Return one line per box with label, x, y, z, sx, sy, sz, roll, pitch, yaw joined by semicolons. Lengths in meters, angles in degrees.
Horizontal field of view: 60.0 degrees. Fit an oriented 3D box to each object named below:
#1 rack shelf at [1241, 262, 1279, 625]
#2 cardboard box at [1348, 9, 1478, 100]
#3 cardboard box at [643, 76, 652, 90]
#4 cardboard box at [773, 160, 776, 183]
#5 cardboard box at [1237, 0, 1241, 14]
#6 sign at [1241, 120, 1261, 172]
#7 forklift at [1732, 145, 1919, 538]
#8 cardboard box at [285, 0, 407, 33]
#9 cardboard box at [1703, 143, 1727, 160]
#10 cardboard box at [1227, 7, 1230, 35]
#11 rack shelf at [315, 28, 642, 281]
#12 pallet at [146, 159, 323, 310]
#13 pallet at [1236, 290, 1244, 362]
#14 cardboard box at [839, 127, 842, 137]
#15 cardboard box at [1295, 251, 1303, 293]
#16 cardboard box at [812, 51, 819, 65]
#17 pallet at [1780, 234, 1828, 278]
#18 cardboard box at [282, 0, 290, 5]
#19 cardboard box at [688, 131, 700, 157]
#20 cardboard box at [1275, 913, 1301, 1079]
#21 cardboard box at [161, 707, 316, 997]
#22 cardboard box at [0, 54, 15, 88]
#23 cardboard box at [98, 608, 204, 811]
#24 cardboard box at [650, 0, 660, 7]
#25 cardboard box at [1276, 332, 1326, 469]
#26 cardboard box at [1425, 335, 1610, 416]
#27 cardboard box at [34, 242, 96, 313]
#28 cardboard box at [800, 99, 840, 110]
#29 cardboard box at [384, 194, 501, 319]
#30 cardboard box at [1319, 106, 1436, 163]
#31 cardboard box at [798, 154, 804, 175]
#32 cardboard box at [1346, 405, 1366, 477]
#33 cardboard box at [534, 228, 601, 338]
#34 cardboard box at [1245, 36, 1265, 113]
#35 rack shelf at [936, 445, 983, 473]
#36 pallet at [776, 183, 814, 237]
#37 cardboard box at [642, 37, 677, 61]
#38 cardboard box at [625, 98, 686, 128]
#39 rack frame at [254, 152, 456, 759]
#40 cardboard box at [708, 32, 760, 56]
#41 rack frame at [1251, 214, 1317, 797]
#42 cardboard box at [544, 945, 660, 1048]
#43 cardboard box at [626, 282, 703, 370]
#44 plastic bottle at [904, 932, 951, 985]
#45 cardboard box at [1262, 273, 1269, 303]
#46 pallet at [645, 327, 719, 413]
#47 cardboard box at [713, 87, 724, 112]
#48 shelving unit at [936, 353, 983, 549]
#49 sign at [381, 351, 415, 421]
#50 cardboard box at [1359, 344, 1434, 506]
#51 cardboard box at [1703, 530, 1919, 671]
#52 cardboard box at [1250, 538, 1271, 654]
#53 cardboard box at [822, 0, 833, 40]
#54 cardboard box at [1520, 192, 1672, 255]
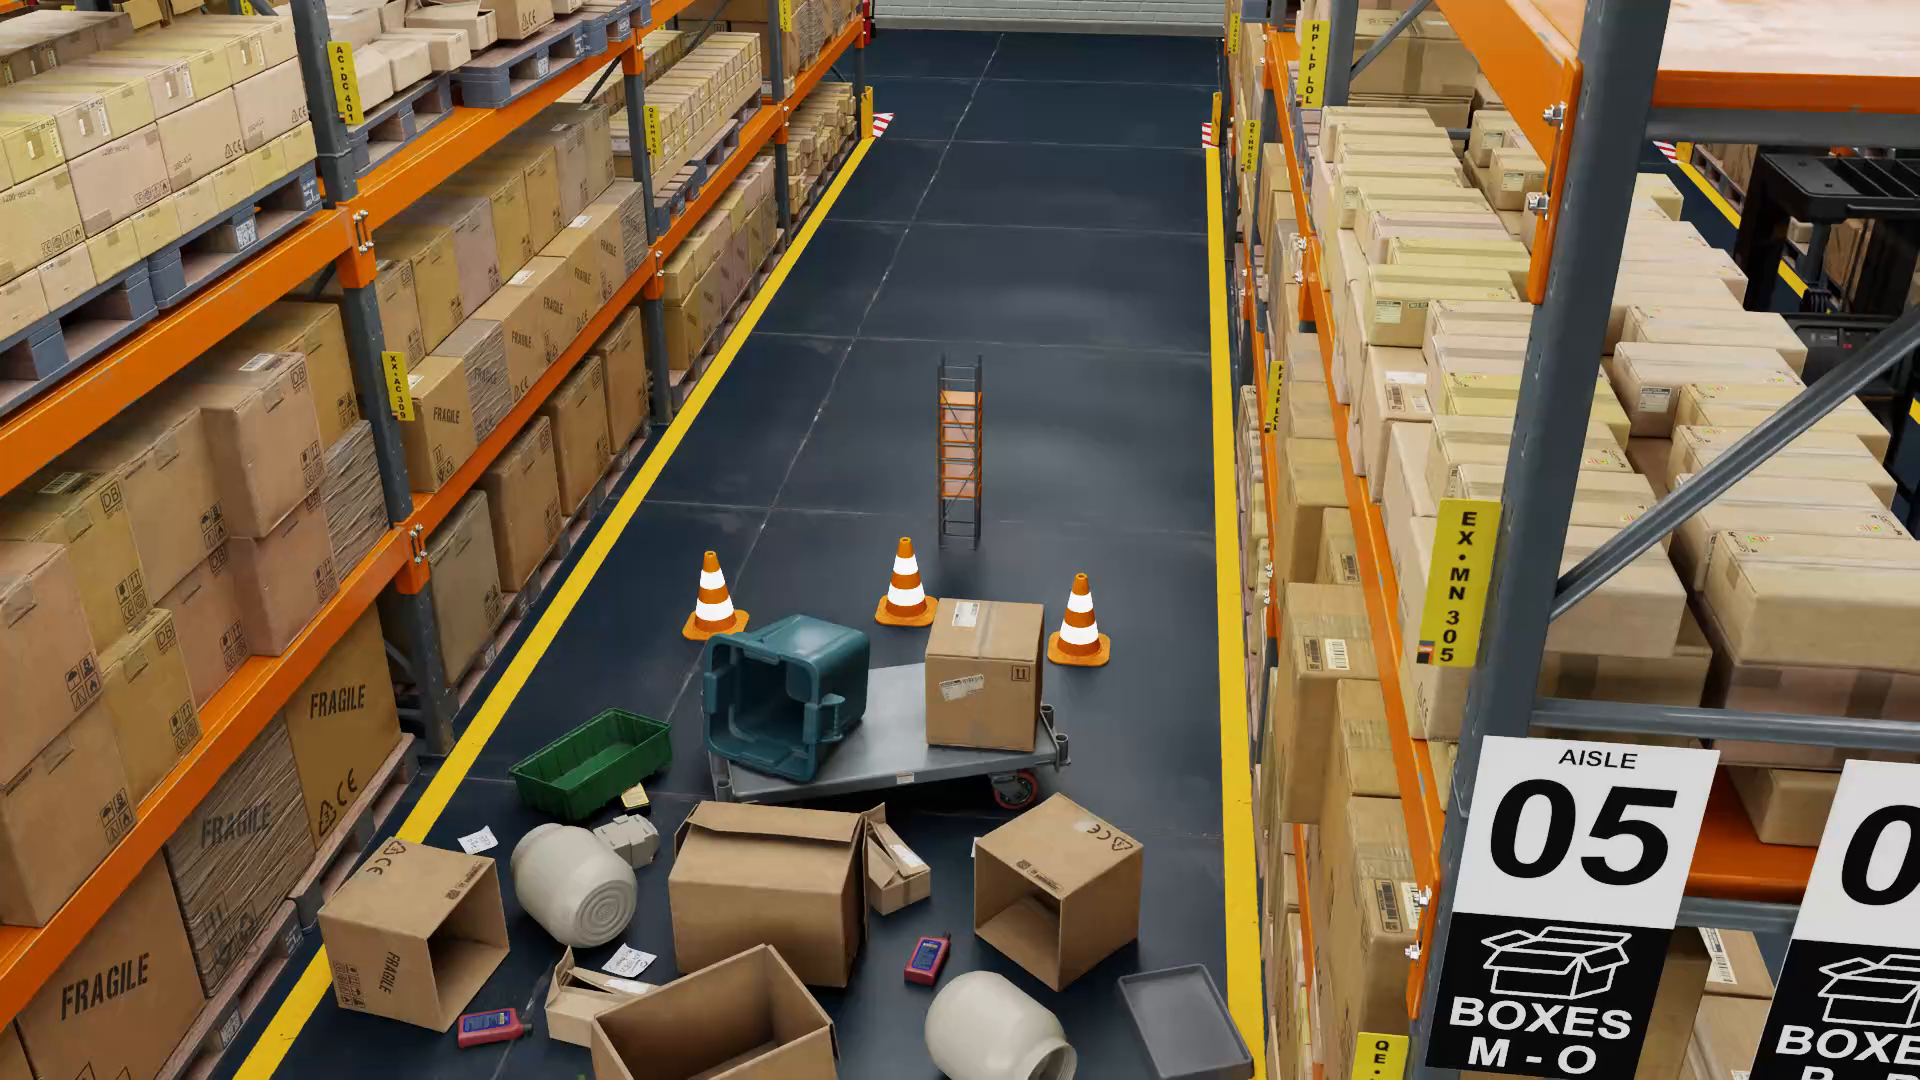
rack shelf;2.136;-0.679;9.106;1.077;0.370;4.000;3;28;6
cardboard box;1.835;-1.994;6.814;0.500;0.250;0.500;4;29;7
cardboard box;-2.682;-3.613;13.303;0.380;0.149;0.250;4;29;8
cardboard box;-1.806;-3.402;15.337;0.380;0.149;0.250;4;29;8
cardboard box;2.655;-4.542;14.359;0.500;0.500;0.500;3;28;6
sign;1.830;-2.477;10.465;0.100;0.325;0.005;3;28;6
forklift;4.730;-0.970;8.960;1.130;2.935;3.031;3;28;5
cardboard box;-3.038;-2.642;8.375;0.500;0.311;0.500;2;28;4
cardboard box;8.119;-4.219;17.109;0.797;0.503;0.637;2;28;4
cardboard box;2.983;-5.298;16.815;0.500;0.500;0.500;3;28;5
rack shelf;-2.789;-2.239;8.840;1.077;0.370;4.000;3;28;6
pallet;-3.145;-1.191;6.229;1.003;0.211;1.213;3;28;6
pallet;2.704;-1.649;13.088;1.003;0.211;1.213;3;28;6
cardboard box;-1.470;-4.366;17.755;0.380;0.149;0.250;3;28;6
cardboard box;1.795;-1.255;7.871;0.380;0.149;0.250;3;28;5
cardboard box;-1.582;-4.686;16.051;0.380;0.149;0.250;5;29;8
pallet;7.883;-2.629;14.907;1.003;0.211;1.213;3;28;6
cardboard box;-6.584;-5.233;15.854;0.500;0.500;0.500;3;28;6
cardboard box;-2.162;-2.956;12.396;0.380;0.149;0.250;4;29;8
cardboard box;1.369;1.649;5.692;0.500;0.500;0.500;3;28;5
cardboard box;-3.288;1.173;6.708;0.875;0.875;0.875;4;29;7
cardboard box;-3.509;-1.574;5.722;0.380;0.149;0.250;3;28;5
cardboard box;-3.261;0.577;5.858;0.875;0.550;0.500;3;28;6
cardboard box;-2.210;-3.795;10.863;0.500;0.500;0.500;3;28;6
cardboard box;1.622;-0.475;6.495;0.700;0.500;0.500;3;28;6
cardboard box;1.351;-0.380;4.054;0.380;0.149;0.250;3;28;6
cardboard box;-2.948;-0.824;5.172;0.380;0.149;0.250;3;28;6
cardboard box;-1.465;-4.508;17.391;0.380;0.149;0.250;2;28;4
cardboard box;-2.856;-1.492;8.698;0.700;0.500;0.500;4;29;7
cardboard box;1.528;-1.486;6.107;0.380;0.149;0.250;3;28;5
cardboard box;-1.720;-3.641;16.095;0.380;0.149;0.250;2;28;4
cardboard box;1.311;-0.291;4.730;0.380;0.149;0.250;3;28;6
cardboard box;-2.457;-1.523;9.810;0.500;0.500;0.500;3;28;5
cardboard box;2.376;-3.393;12.225;0.500;0.500;0.500;3;28;5
rack shelf;-0.002;-0.482;9.974;0.258;0.103;0.180;3;28;6
pallet;-2.007;-3.150;15.875;1.003;0.211;1.213;3;28;6
cardboard box;-2.587;-4.106;13.903;0.380;0.149;0.250;4;29;8
cardboard box;-2.198;-3.086;12.010;0.380;0.149;0.250;2;28;4
rack frame;-3.034;-0.294;7.633;1.000;3.000;0.127;3;28;6
cardboard box;-1.910;-4.196;14.070;0.380;0.149;0.250;5;29;9
rack frame;1.891;-0.054;7.188;1.000;3.000;0.127;3;28;6
cardboard box;-1.417;1.826;6.581;0.396;0.266;0.258;8;29;15
cardboard box;-2.204;-1.580;12.212;0.500;0.500;0.500;2;28;4
plastic bottle;-0.129;1.738;6.959;0.133;0.061;0.283;8;29;15
cardboard box;1.955;-1.483;9.663;0.380;0.149;0.250;4;29;6
pallet;-2.447;-1.317;12.472;1.003;0.211;1.213;3;28;6
cardboard box;-2.065;-3.446;12.991;0.380;0.149;0.250;3;29;6
shelving unit;-0.002;-0.521;9.953;0.258;1.200;0.189;3;28;6
sign;-2.483;-0.679;7.351;0.100;0.325;0.005;3;28;6
cardboard box;1.318;-0.294;4.316;0.500;0.250;0.500;4;29;8
cardboard box;1.647;0.112;3.140;0.380;0.149;0.250;3;28;6
cardboard box;2.037;0.332;8.798;0.950;0.372;0.625;5;29;9
cardboard box;-1.556;-5.176;16.275;0.500;0.500;0.500;5;29;9
cardboard box;1.956;-0.962;5.134;0.380;0.149;0.250;3;28;5
